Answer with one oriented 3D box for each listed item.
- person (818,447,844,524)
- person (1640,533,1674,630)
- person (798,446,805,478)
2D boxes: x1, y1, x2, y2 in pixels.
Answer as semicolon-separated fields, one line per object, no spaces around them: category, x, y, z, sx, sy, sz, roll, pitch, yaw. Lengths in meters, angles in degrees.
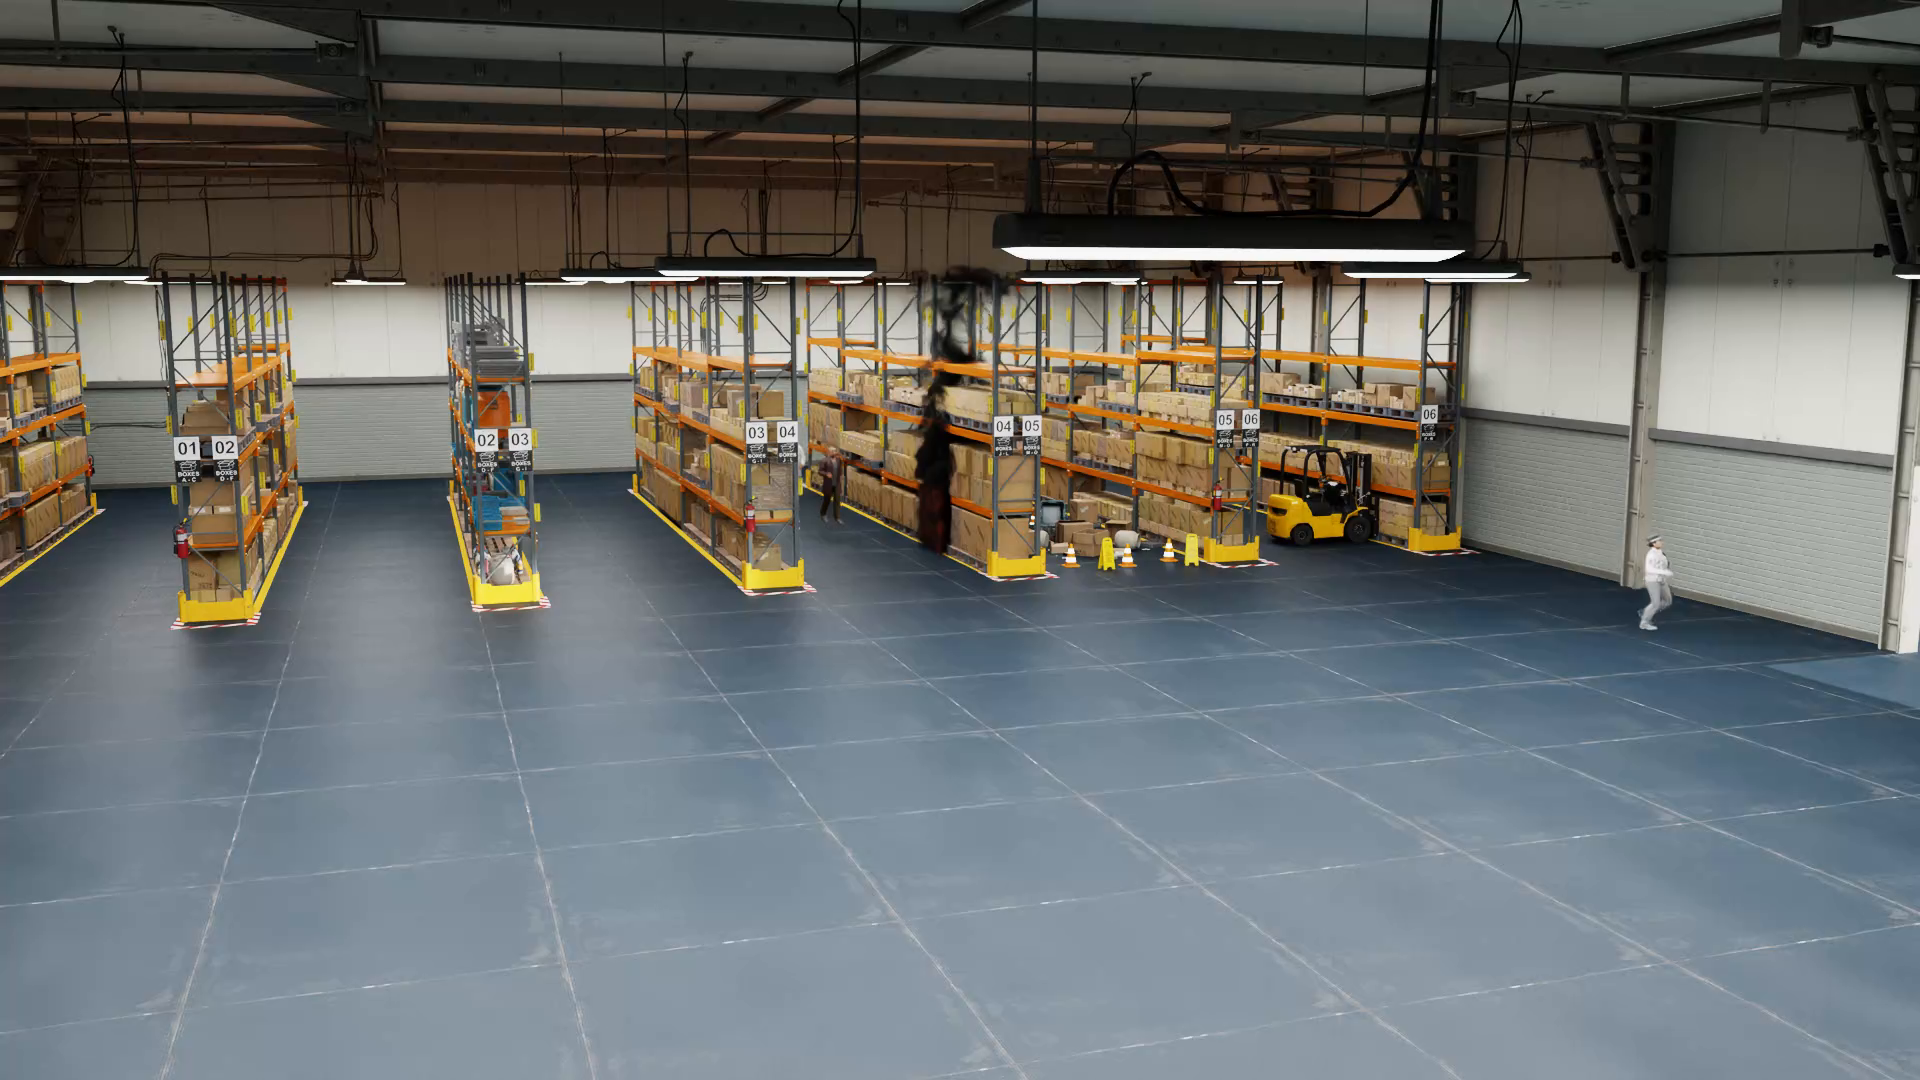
person;-2.994;-1.276;38.723;0.689;1.812;0.960;-5;10;-29
person;11.738;0.700;27.911;0.554;1.650;0.602;8;12;43
person;-4.572;-1.937;45.276;0.734;1.771;0.790;-2;9;-15
